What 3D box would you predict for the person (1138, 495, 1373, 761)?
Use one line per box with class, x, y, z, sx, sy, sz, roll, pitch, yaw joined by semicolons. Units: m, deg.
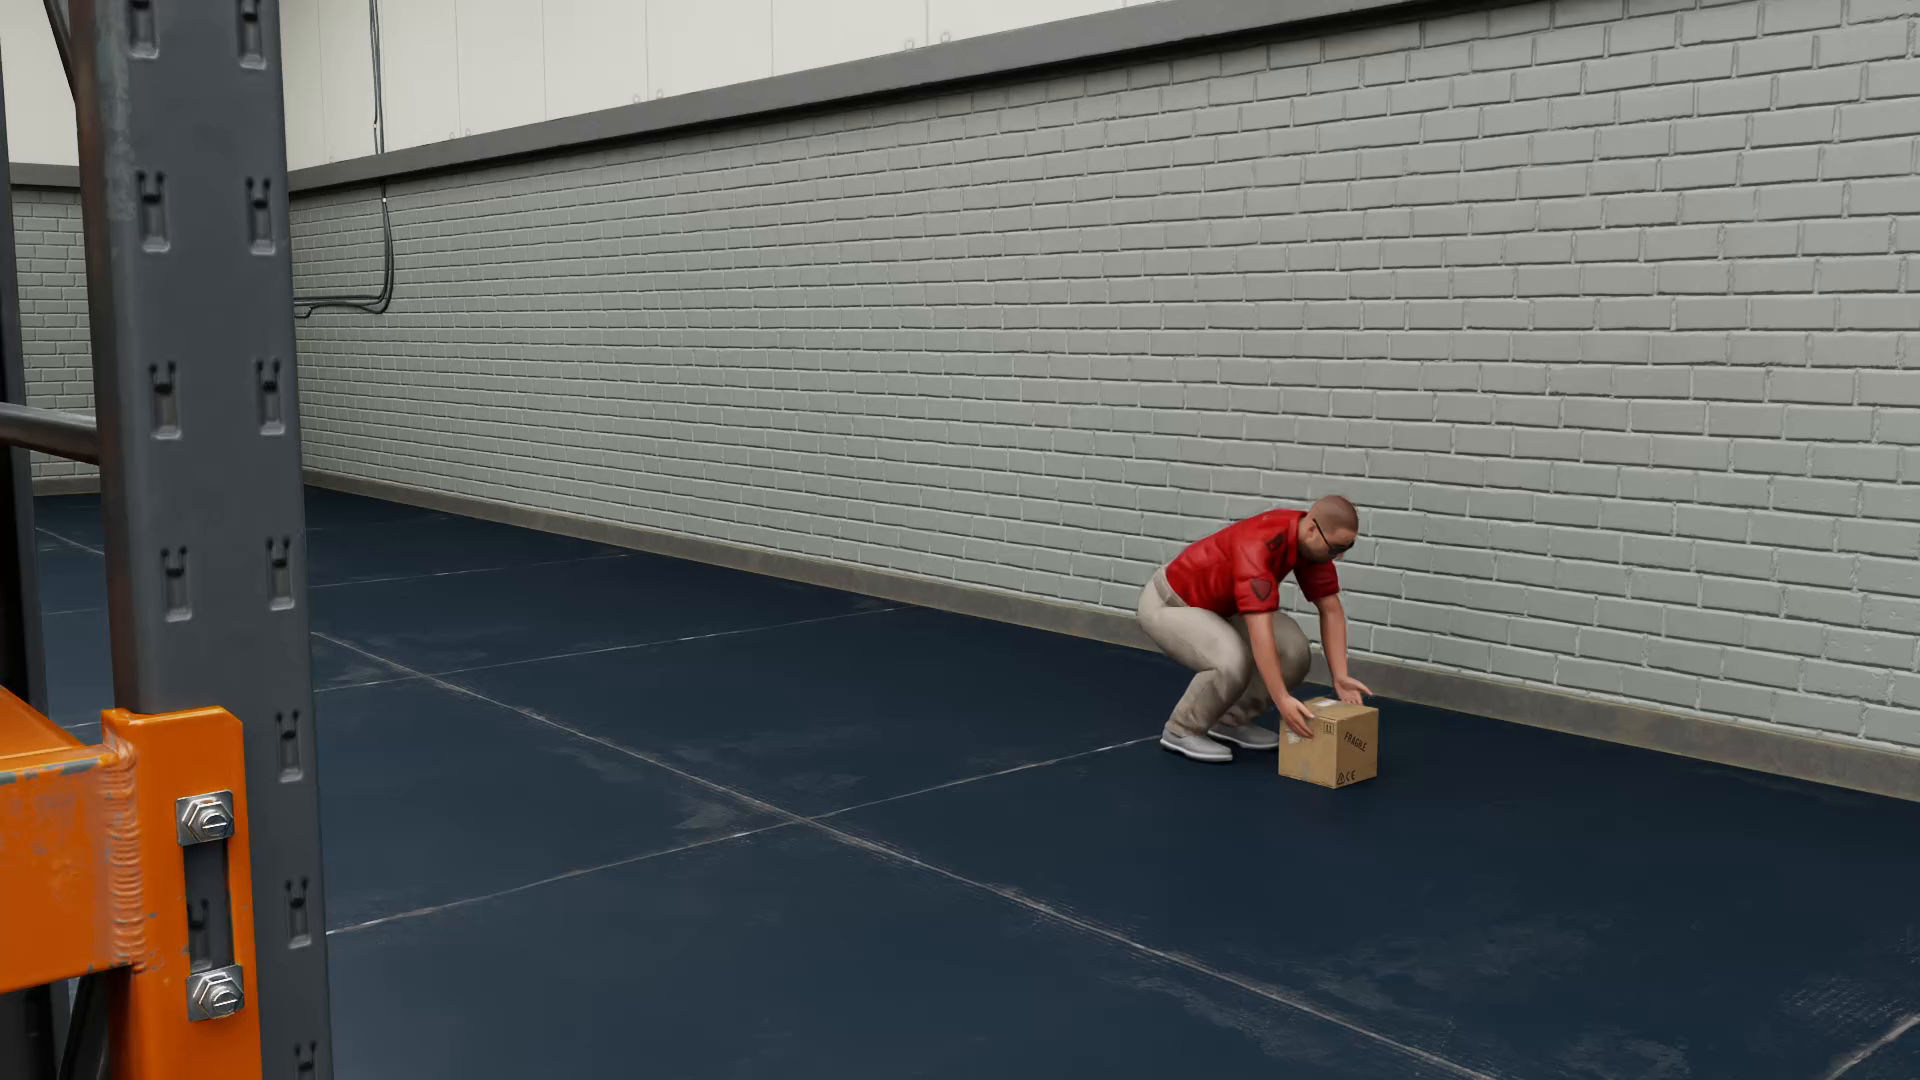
person;1.100;0.318;6.238;0.569;1.002;0.867;-6;10;-41
